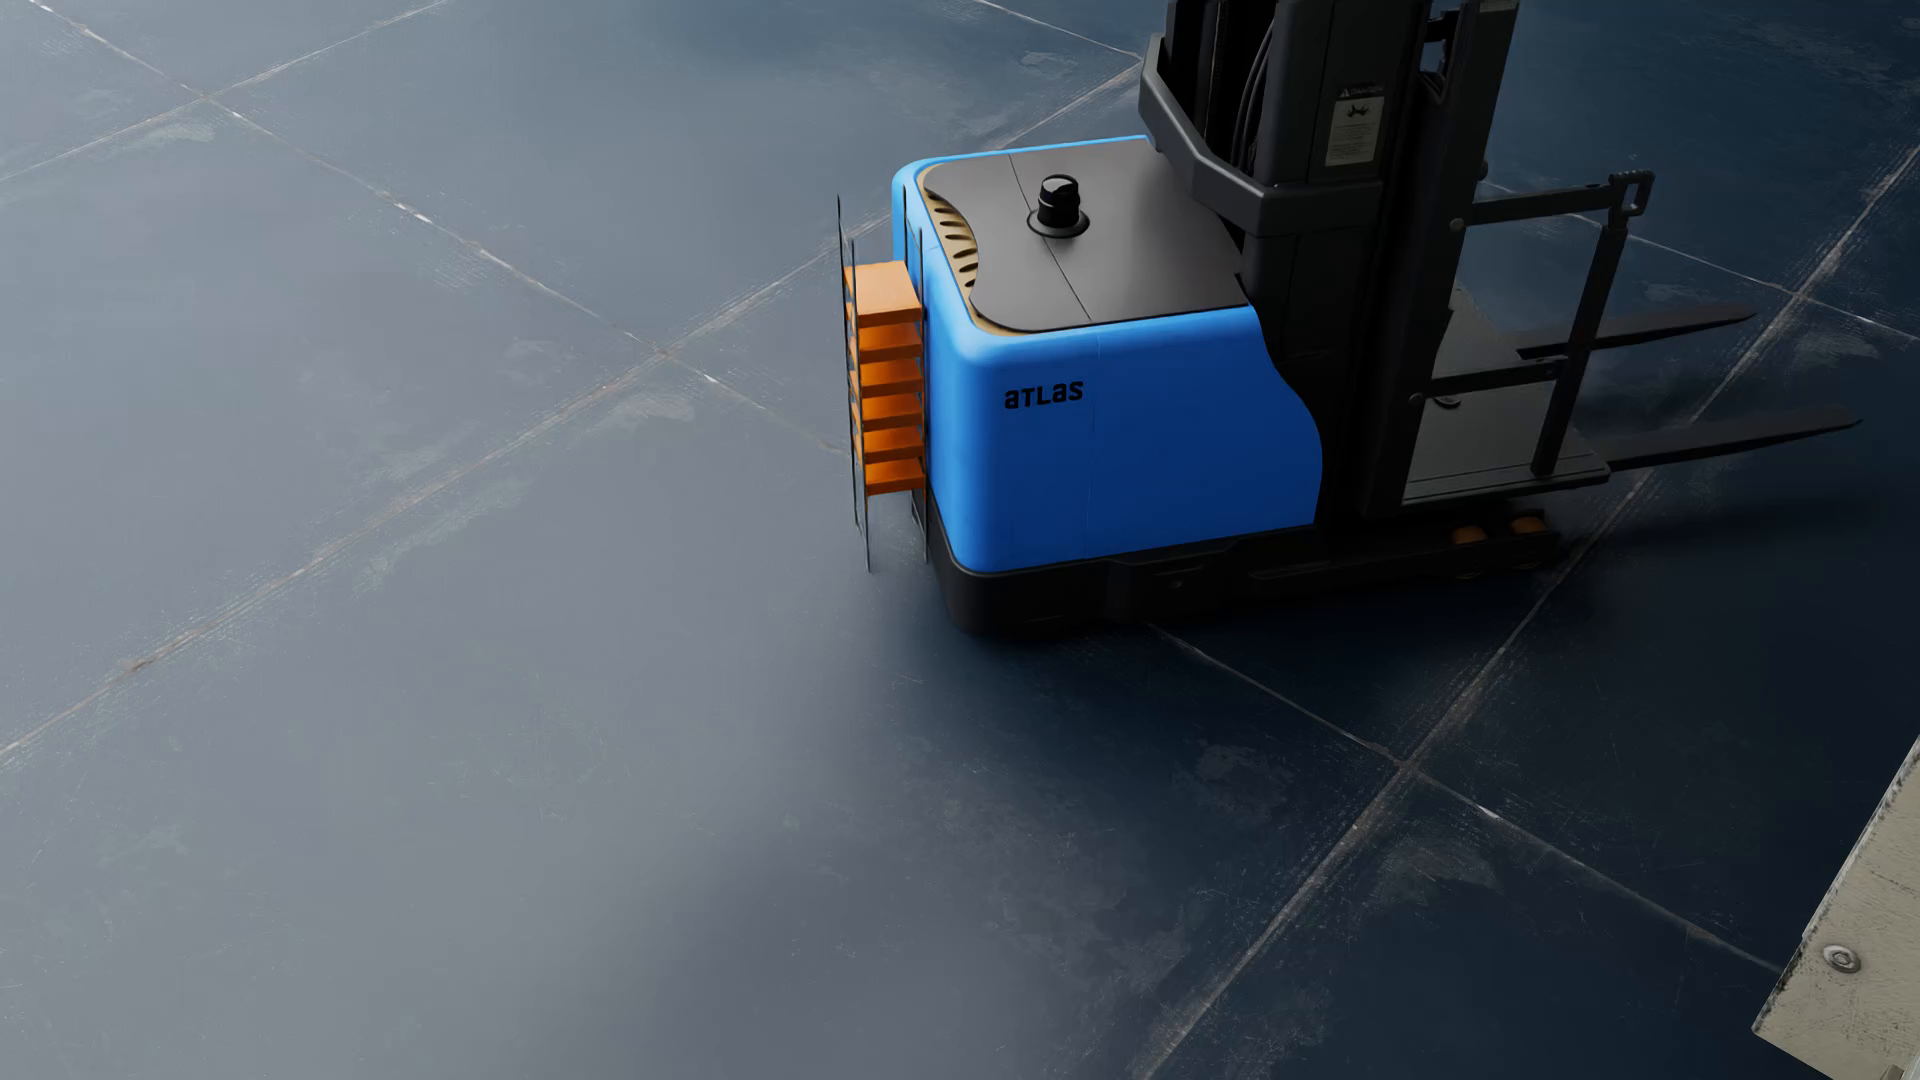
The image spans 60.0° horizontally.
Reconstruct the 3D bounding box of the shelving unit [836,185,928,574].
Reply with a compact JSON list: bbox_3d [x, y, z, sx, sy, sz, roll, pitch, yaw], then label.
[{"bbox_3d":[-0.217,-0.432,4.833,0.189,1.200,0.258,-9,43,-9],"label":"shelving unit"}]

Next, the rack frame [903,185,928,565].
[{"bbox_3d":[-0.127,-0.445,4.848,0.006,1.200,0.240,-9,43,-9],"label":"rack frame"}]

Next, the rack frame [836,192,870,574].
[{"bbox_3d":[-0.306,-0.418,4.818,0.006,1.200,0.240,-9,43,-9],"label":"rack frame"}]

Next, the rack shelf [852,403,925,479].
[{"bbox_3d":[-0.217,-0.310,4.944,0.180,0.103,0.258,-9,43,-9],"label":"rack shelf"}]

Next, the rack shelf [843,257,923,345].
[{"bbox_3d":[-0.217,-0.665,4.621,0.180,0.103,0.258,-9,43,-9],"label":"rack shelf"}]

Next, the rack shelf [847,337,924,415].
[{"bbox_3d":[-0.217,-0.488,4.782,0.180,0.103,0.258,-9,43,-9],"label":"rack shelf"}]

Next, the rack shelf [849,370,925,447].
[{"bbox_3d":[-0.217,-0.399,4.863,0.180,0.103,0.258,-9,43,-9],"label":"rack shelf"}]

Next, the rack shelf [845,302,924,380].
[{"bbox_3d":[-0.217,-0.577,4.702,0.180,0.103,0.258,-9,43,-9],"label":"rack shelf"}]

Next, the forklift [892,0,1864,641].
[{"bbox_3d":[1.359,-1.304,4.505,3.031,2.935,1.130,-9,43,-9],"label":"forklift"}]

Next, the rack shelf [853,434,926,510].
[{"bbox_3d":[-0.217,-0.221,5.024,0.180,0.103,0.258,-9,43,-9],"label":"rack shelf"}]
